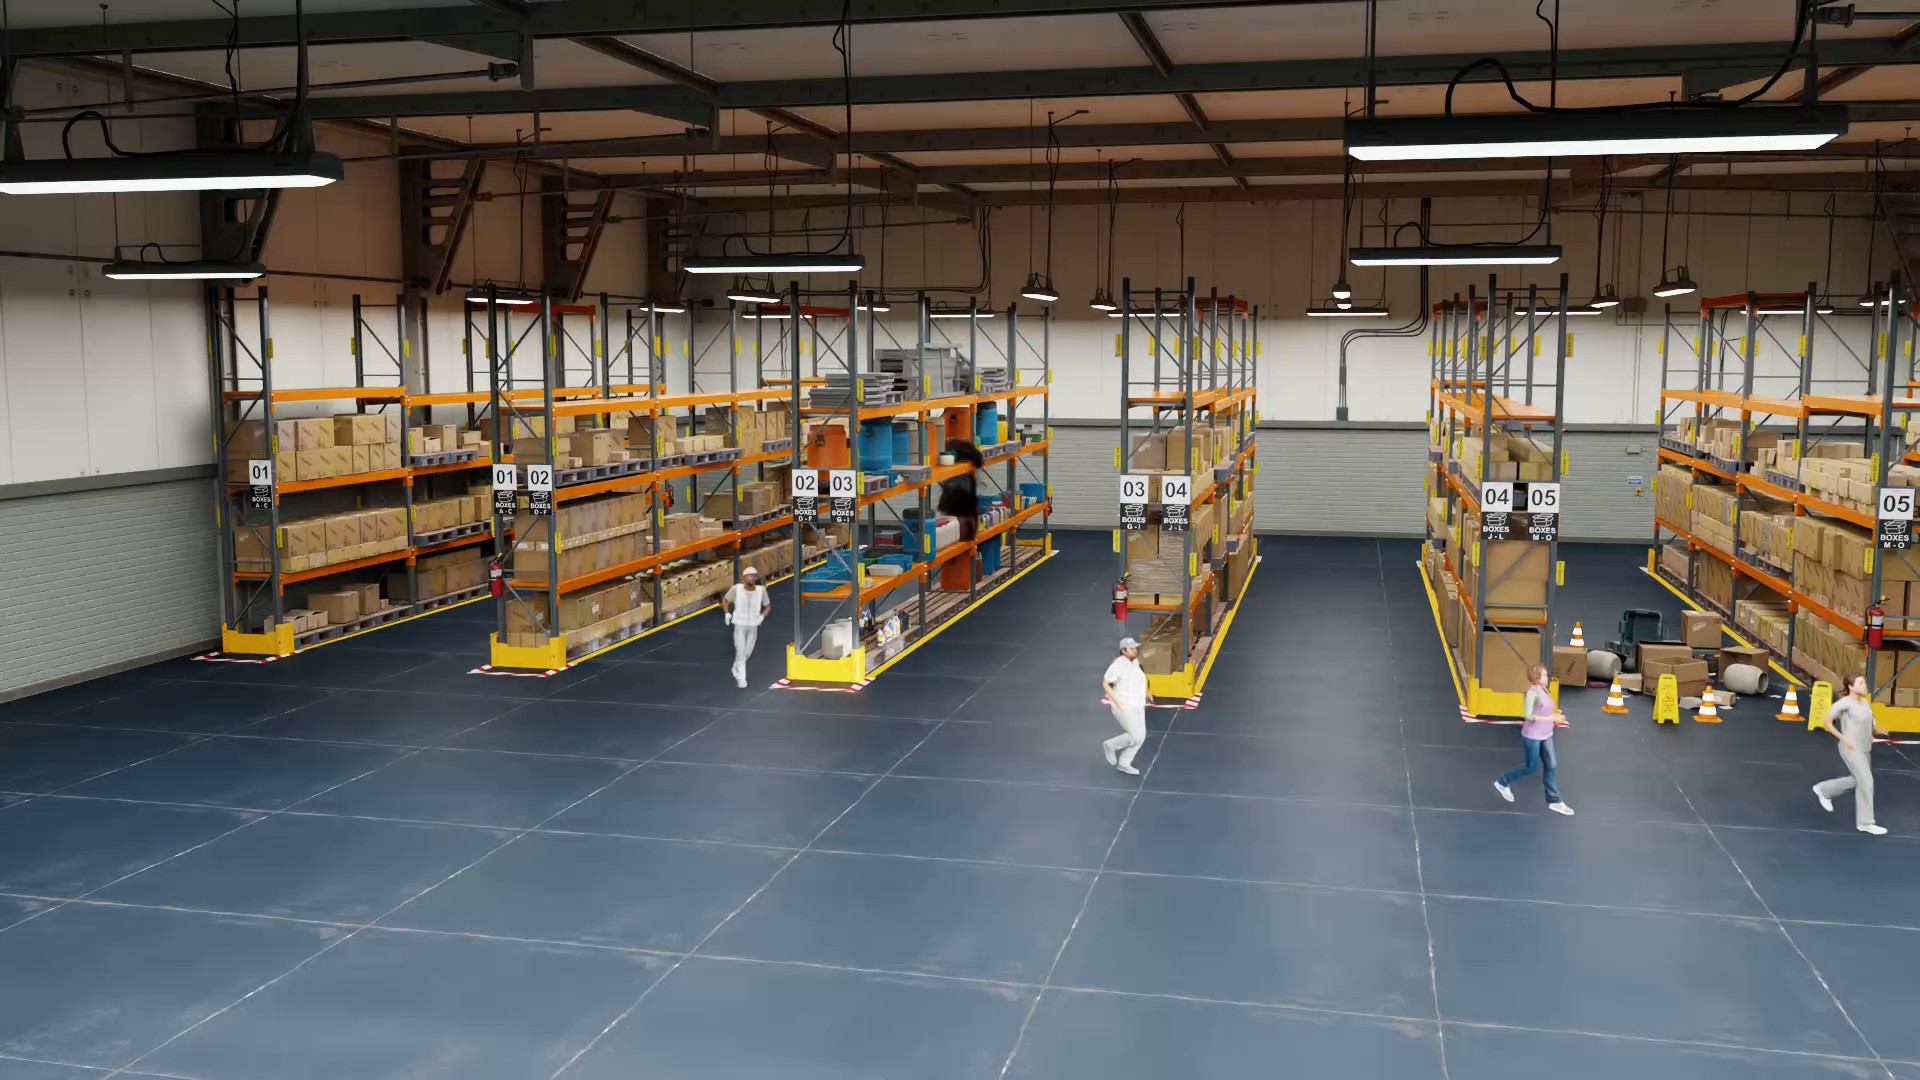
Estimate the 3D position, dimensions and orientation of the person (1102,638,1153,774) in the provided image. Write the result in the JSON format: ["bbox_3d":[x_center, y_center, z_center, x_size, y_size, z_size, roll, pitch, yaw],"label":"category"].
[{"bbox_3d":[1.997,1.958,19.609,0.547,1.624,0.607,5,8,39],"label":"person"}]

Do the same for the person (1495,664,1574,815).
[{"bbox_3d":[6.223,2.124,17.941,0.873,1.580,0.545,6,9,44],"label":"person"}]

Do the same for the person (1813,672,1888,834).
[{"bbox_3d":[9.326,2.191,17.401,0.577,1.639,0.867,-4,7,-29],"label":"person"}]

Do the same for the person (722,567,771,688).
[{"bbox_3d":[-3.195,1.279,24.964,0.707,1.755,0.787,-2,7,-19],"label":"person"}]
